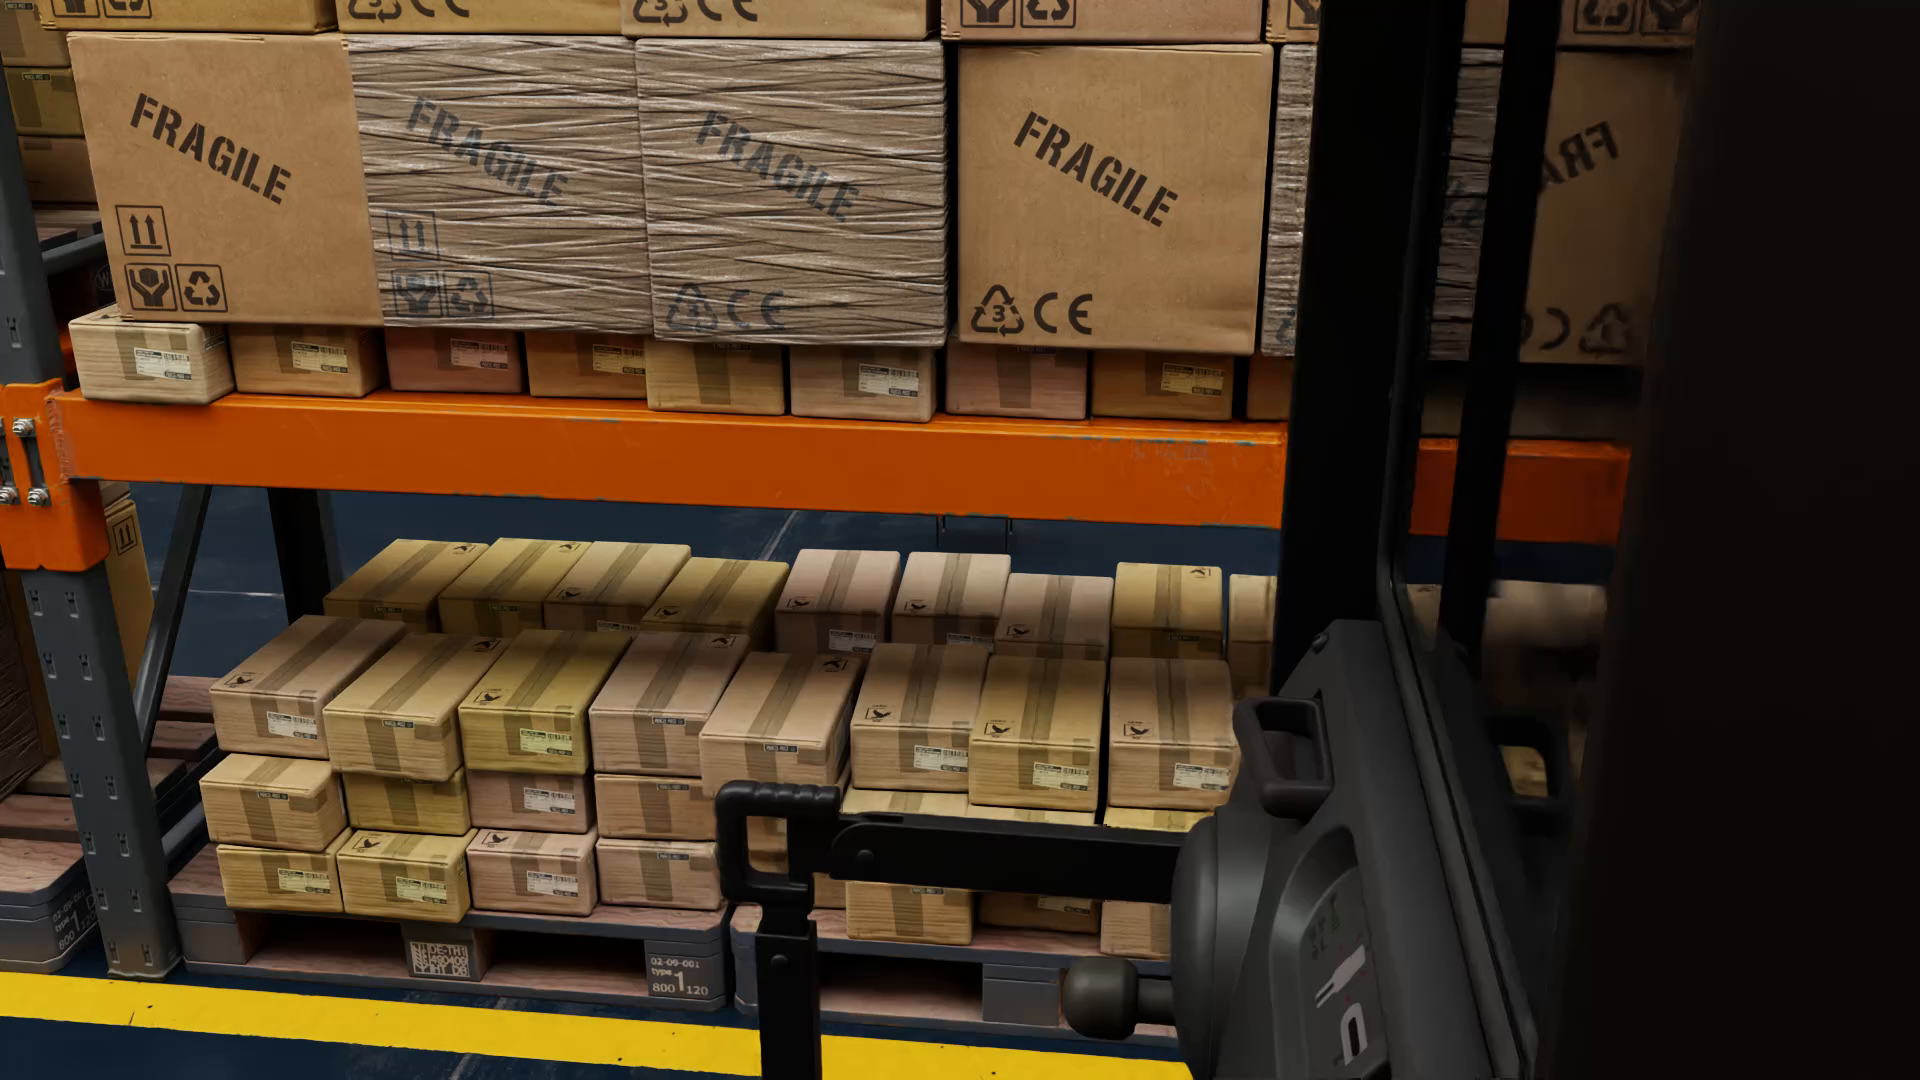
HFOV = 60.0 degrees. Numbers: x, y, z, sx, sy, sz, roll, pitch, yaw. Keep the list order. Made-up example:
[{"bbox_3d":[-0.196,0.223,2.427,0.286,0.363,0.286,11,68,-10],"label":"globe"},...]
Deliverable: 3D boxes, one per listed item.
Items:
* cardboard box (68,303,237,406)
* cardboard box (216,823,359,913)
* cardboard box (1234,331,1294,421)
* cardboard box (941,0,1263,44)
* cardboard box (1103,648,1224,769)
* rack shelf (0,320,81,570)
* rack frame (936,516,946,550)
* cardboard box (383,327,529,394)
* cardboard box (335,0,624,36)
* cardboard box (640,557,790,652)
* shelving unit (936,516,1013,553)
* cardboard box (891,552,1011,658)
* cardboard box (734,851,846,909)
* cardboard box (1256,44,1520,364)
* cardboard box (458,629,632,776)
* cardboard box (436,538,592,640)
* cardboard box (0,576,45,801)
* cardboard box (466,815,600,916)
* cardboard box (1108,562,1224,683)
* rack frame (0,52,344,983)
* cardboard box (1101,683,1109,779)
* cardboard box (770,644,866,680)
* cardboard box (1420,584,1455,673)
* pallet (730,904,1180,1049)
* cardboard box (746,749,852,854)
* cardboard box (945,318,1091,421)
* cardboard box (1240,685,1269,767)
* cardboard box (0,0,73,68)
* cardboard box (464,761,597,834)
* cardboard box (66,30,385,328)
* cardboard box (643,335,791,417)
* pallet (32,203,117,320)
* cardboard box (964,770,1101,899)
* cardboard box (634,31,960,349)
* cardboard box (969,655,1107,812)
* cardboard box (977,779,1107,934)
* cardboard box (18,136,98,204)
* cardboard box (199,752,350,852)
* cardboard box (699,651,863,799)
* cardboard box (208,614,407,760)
[{"bbox_3d":[-1.460,-0.387,3.179,0.250,0.149,0.380,3,22,8],"label":"cardboard box"},{"bbox_3d":[-1.379,0.628,3.577,0.250,0.149,0.380,2,22,4],"label":"cardboard box"},{"bbox_3d":[0.644,-0.344,3.072,0.250,0.149,0.380,2,22,4],"label":"cardboard box"},{"bbox_3d":[0.239,-1.104,2.751,0.500,0.500,0.500,2,22,4],"label":"cardboard box"},{"bbox_3d":[0.470,0.379,3.804,0.250,0.149,0.380,4,22,9],"label":"cardboard box"},{"bbox_3d":[-3.689,-0.387,3.818,4.000,0.370,1.077,2,22,6],"label":"rack shelf"},{"bbox_3d":[-0.068,-0.491,5.754,0.008,1.050,0.200,2,22,6],"label":"rack frame"},{"bbox_3d":[-0.924,-0.410,3.239,0.250,0.149,0.380,2,22,4],"label":"cardboard box"},{"bbox_3d":[-0.767,-1.160,2.892,0.500,0.500,0.500,2,22,5],"label":"cardboard box"},{"bbox_3d":[-0.564,0.184,3.893,0.250,0.149,0.380,3,22,8],"label":"cardboard box"},{"bbox_3d":[0.053,-0.486,5.741,0.252,1.050,0.215,2,22,6],"label":"shelving unit"},{"bbox_3d":[-0.015,0.169,3.930,0.250,0.149,0.380,2,22,4],"label":"cardboard box"},{"bbox_3d":[-0.333,0.623,3.590,0.250,0.149,0.380,2,22,4],"label":"cardboard box"},{"bbox_3d":[0.777,-0.615,2.875,0.500,0.500,0.500,3,22,6],"label":"cardboard box"},{"bbox_3d":[-0.862,0.336,3.508,0.250,0.149,0.380,2,22,6],"label":"cardboard box"},{"bbox_3d":[-1.060,0.136,4.014,0.250,0.149,0.380,3,22,7],"label":"cardboard box"},{"bbox_3d":[-2.467,0.392,3.697,0.500,0.500,0.500,2,22,5],"label":"cardboard box"},{"bbox_3d":[-0.862,0.632,3.568,0.250,0.149,0.380,2,22,6],"label":"cardboard box"},{"bbox_3d":[0.480,0.195,3.863,0.250,0.149,0.380,3,22,7],"label":"cardboard box"},{"bbox_3d":[-1.703,-0.635,3.466,0.127,3.000,1.000,2,22,6],"label":"rack frame"},{"bbox_3d":[0.249,0.467,3.985,0.250,0.149,0.380,3,22,6],"label":"cardboard box"},{"bbox_3d":[-0.321,0.318,3.959,0.250,0.149,0.380,3,22,8],"label":"cardboard box"},{"bbox_3d":[1.010,0.239,3.753,0.250,0.149,0.380,1,22,4],"label":"cardboard box"},{"bbox_3d":[0.183,0.730,3.807,1.213,0.211,1.003,2,22,6],"label":"pallet"},{"bbox_3d":[-0.334,0.498,3.501,0.250,0.149,0.380,4,22,9],"label":"cardboard box"},{"bbox_3d":[0.125,-0.353,3.094,0.250,0.149,0.380,3,22,8],"label":"cardboard box"},{"bbox_3d":[0.676,0.439,3.246,0.250,0.149,0.380,3,22,8],"label":"cardboard box"},{"bbox_3d":[-2.040,-1.175,3.794,0.250,0.149,0.380,4,22,9],"label":"cardboard box"},{"bbox_3d":[-0.872,0.465,3.585,0.250,0.149,0.380,2,22,6],"label":"cardboard box"},{"bbox_3d":[-1.241,-0.706,3.106,0.500,0.500,0.500,2,22,5],"label":"cardboard box"},{"bbox_3d":[-0.412,-0.361,3.116,0.250,0.149,0.380,3,22,7],"label":"cardboard box"},{"bbox_3d":[-2.445,-0.632,3.720,1.213,0.211,1.003,2,22,6],"label":"pallet"},{"bbox_3d":[0.151,0.552,3.365,0.250,0.149,0.380,3,22,7],"label":"cardboard box"},{"bbox_3d":[-0.252,-0.653,2.970,0.500,0.500,0.500,2,22,5],"label":"cardboard box"},{"bbox_3d":[0.164,0.386,3.380,0.250,0.149,0.380,3,22,7],"label":"cardboard box"},{"bbox_3d":[0.184,0.653,3.514,0.250,0.149,0.380,3,22,8],"label":"cardboard box"},{"bbox_3d":[-2.040,-0.899,3.903,0.250,0.149,0.380,1,22,4],"label":"cardboard box"},{"bbox_3d":[-1.380,0.490,3.523,0.250,0.149,0.380,3,22,9],"label":"cardboard box"},{"bbox_3d":[-0.357,0.380,3.397,0.250,0.149,0.380,3,22,7],"label":"cardboard box"},{"bbox_3d":[-1.385,0.309,3.575,0.250,0.149,0.380,3,22,8],"label":"cardboard box"}]
